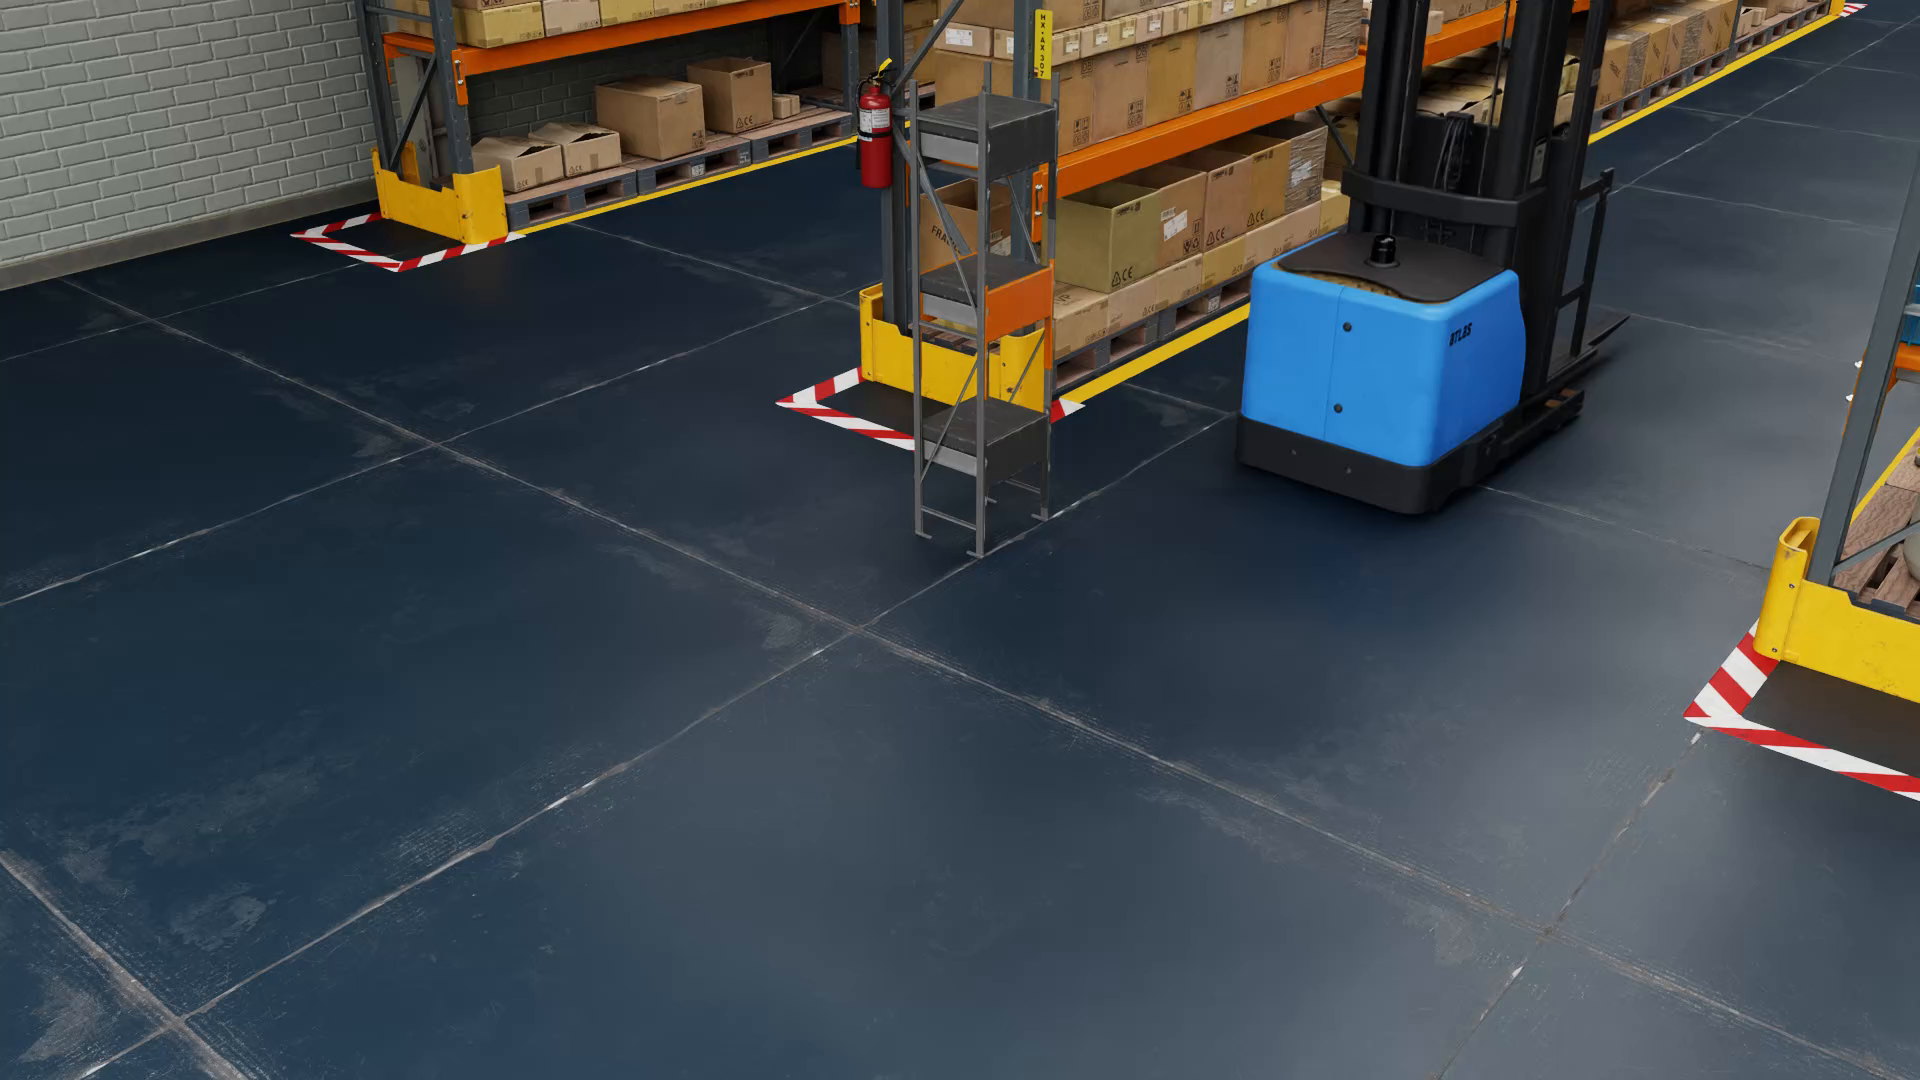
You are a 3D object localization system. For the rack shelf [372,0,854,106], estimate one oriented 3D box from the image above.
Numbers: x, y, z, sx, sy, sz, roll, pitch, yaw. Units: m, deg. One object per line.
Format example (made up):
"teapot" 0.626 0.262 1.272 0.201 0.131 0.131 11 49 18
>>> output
"rack shelf" -2.569 -4.010 13.020 1.077 0.370 4.000 21 34 34

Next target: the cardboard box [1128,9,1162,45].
"cardboard box" 0.887 -2.854 9.187 0.380 0.149 0.250 20 34 34

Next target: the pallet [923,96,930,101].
"pallet" -0.027 -4.511 16.240 1.003 0.211 1.213 21 34 34

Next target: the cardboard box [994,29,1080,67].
"cardboard box" 0.399 -2.583 8.663 0.380 0.149 0.250 20 34 34

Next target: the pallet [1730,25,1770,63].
"pallet" 8.054 -5.433 18.023 1.003 0.211 1.213 21 34 34

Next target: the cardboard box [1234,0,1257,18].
"cardboard box" 1.544 -3.221 9.897 0.380 0.149 0.250 22 35 36

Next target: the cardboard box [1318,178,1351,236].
"cardboard box" 2.401 -2.329 11.523 0.500 0.250 0.500 21 34 34

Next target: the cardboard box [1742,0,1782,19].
"cardboard box" 8.807 -6.183 18.675 0.797 0.503 0.637 21 34 34

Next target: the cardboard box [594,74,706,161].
"cardboard box" -2.464 -3.372 13.246 0.700 0.500 0.500 18 33 31

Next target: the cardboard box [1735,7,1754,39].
"cardboard box" 8.050 -5.515 17.594 0.500 0.311 0.500 21 34 34

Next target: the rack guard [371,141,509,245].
"rack guard" -3.793 -2.537 12.110 1.175 0.500 0.348 21 34 34

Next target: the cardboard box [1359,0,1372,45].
"cardboard box" 2.807 -3.713 11.826 0.500 0.250 0.500 23 35 37

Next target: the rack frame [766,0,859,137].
"rack frame" -1.297 -5.039 14.225 1.000 3.000 0.127 21 34 34

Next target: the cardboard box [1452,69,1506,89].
"cardboard box" 4.280 -3.603 13.375 0.500 0.311 0.500 20 34 34

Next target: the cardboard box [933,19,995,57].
"cardboard box" 0.079 -2.698 8.885 0.380 0.149 0.250 20 33 34

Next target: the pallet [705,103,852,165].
"pallet" -1.697 -3.552 14.386 1.003 0.211 1.213 21 34 34

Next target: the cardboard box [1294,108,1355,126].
"cardboard box" 2.564 -3.034 12.275 0.500 0.311 0.500 21 34 34

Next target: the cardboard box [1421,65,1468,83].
"cardboard box" 3.858 -3.756 13.671 0.500 0.311 0.500 20 33 33

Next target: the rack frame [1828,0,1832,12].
"rack frame" 10.160 -7.847 19.653 1.000 3.000 0.127 21 34 34

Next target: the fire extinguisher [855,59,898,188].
"fire extinguisher" -0.450 -2.233 8.887 0.296 0.674 0.183 21 34 34

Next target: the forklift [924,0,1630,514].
"forklift" 1.988 -1.856 8.149 1.782 2.935 4.545 22 34 35

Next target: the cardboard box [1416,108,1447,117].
"cardboard box" 3.305 -3.056 12.318 0.500 0.311 0.500 20 34 34

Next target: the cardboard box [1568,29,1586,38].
"cardboard box" 5.486 -4.496 15.417 0.500 0.500 0.500 22 35 36

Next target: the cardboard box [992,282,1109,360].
"cardboard box" 0.496 -1.264 9.465 0.500 0.250 0.500 21 34 34

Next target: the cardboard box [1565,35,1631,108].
"cardboard box" 5.582 -4.173 14.794 0.500 0.500 0.500 22 35 36

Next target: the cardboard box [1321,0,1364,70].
"cardboard box" 2.250 -3.477 11.099 0.700 0.500 0.500 20 33 33

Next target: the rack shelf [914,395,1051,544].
"rack shelf" 0.105 -0.357 7.709 0.431 0.518 0.480 21 34 34

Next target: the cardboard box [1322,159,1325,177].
"cardboard box" 2.568 -2.789 12.412 0.500 0.250 0.500 20 34 34

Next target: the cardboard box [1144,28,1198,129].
"cardboard box" 0.941 -2.742 9.677 0.700 0.500 0.500 21 34 35

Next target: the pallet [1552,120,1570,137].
"pallet" 4.518 -3.491 14.269 1.003 0.211 1.213 21 34 34

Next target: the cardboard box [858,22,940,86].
"cardboard box" -0.552 -4.587 15.595 0.700 0.500 0.500 20 33 33

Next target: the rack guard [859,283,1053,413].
"rack guard" -0.032 -1.055 9.246 1.175 0.500 0.348 21 34 34

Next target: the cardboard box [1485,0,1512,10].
"cardboard box" 4.017 -4.455 12.988 0.500 0.500 0.500 19 33 32

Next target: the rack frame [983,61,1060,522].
"rack frame" 0.261 -1.078 7.548 0.400 2.100 0.015 21 34 34

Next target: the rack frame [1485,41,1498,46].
"rack frame" 5.072 -5.010 14.171 1.000 3.000 0.127 21 34 34

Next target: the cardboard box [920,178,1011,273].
"cardboard box" 0.095 -1.749 9.586 0.500 0.500 0.500 21 34 34

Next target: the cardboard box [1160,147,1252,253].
"cardboard box" 1.452 -2.128 10.319 0.500 0.500 0.500 21 34 34

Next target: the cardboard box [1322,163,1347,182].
"cardboard box" 2.975 -2.628 12.101 0.500 0.250 0.500 20 33 33

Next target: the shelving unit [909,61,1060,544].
"shelving unit" 0.107 -0.992 7.383 0.431 2.100 0.499 21 34 34

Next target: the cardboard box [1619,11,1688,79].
"cardboard box" 6.561 -4.724 15.858 0.500 0.500 0.500 19 33 33

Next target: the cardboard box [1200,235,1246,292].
"cardboard box" 1.451 -1.796 10.492 0.500 0.250 0.500 21 34 34

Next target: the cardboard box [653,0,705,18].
"cardboard box" -2.315 -4.189 12.724 0.500 0.250 0.500 21 34 35

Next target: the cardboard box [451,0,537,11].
"cardboard box" -3.306 -3.977 11.499 0.500 0.500 0.500 21 34 34
